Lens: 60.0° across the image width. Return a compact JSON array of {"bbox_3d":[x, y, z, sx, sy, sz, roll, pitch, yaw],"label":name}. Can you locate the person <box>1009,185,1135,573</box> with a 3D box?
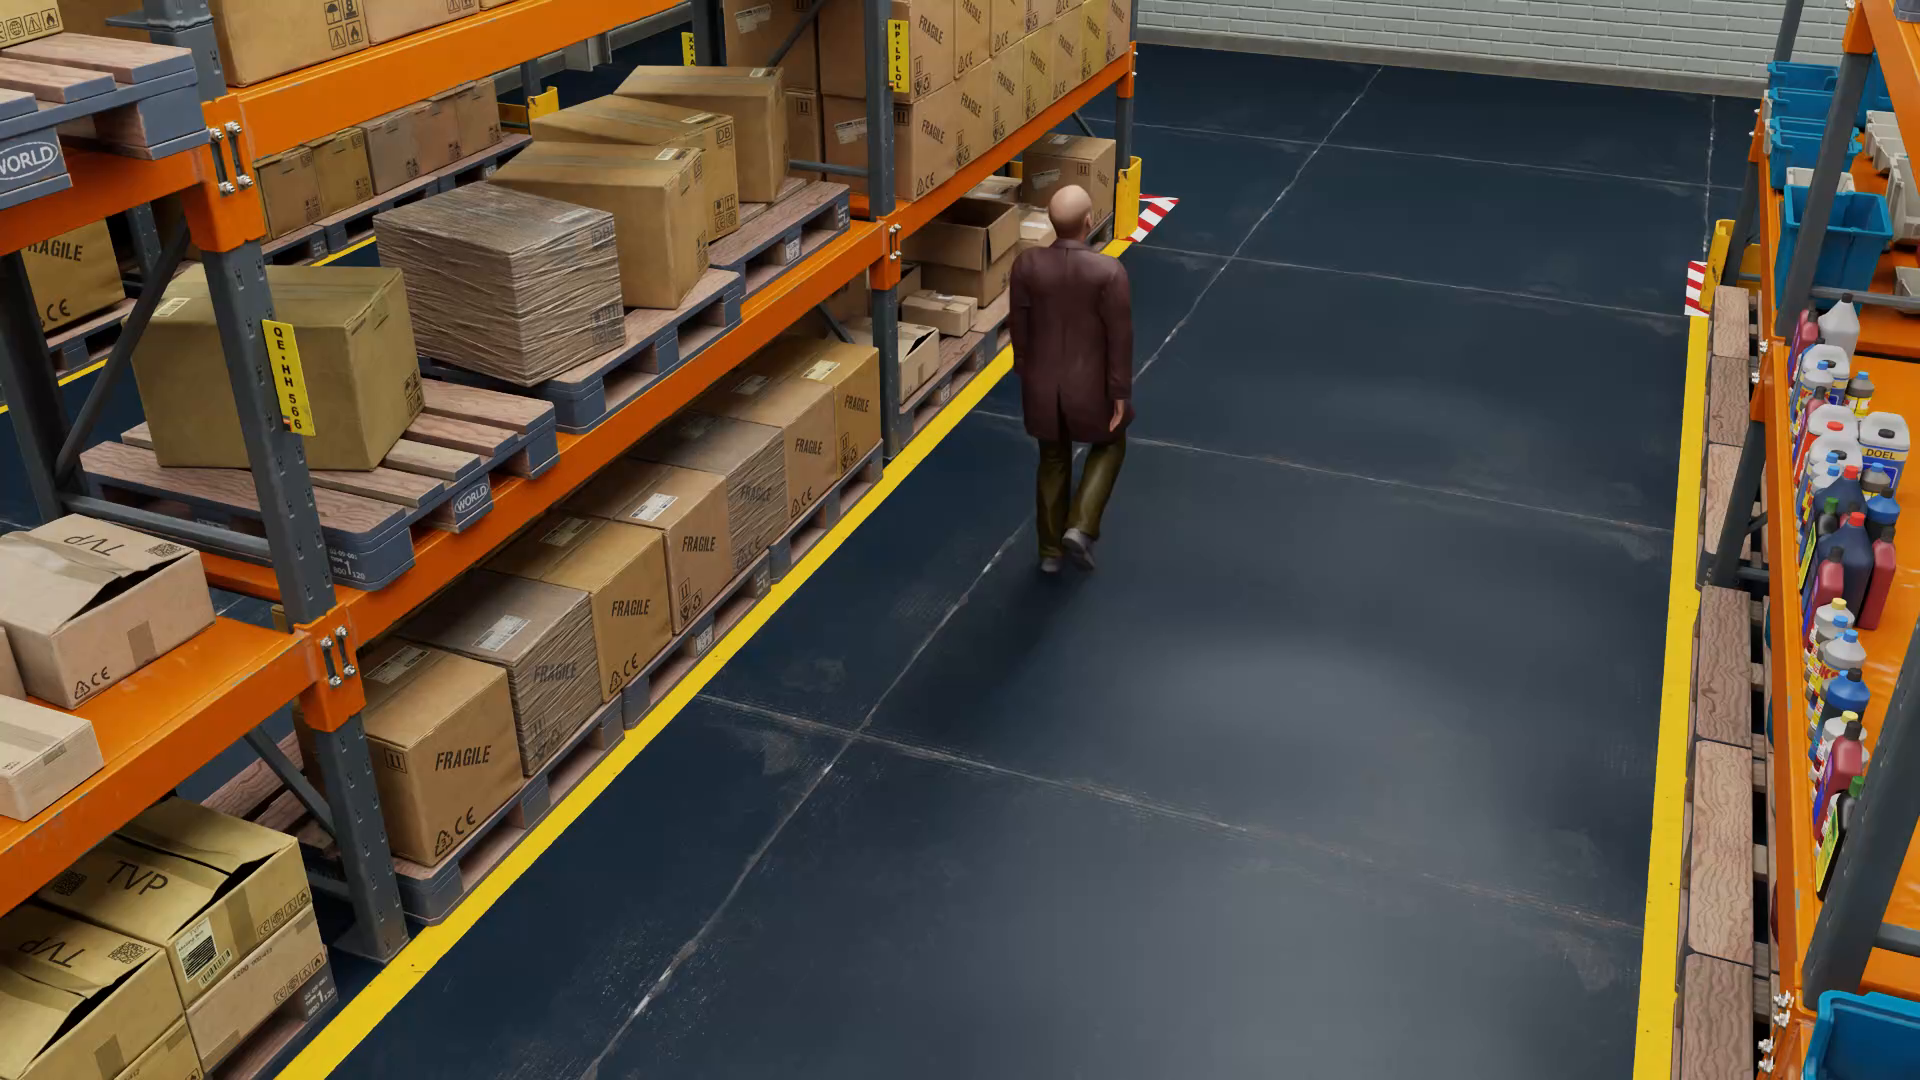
[{"bbox_3d":[0.489,-0.676,7.306,0.583,1.789,0.532,10,31,17],"label":"person"}]
